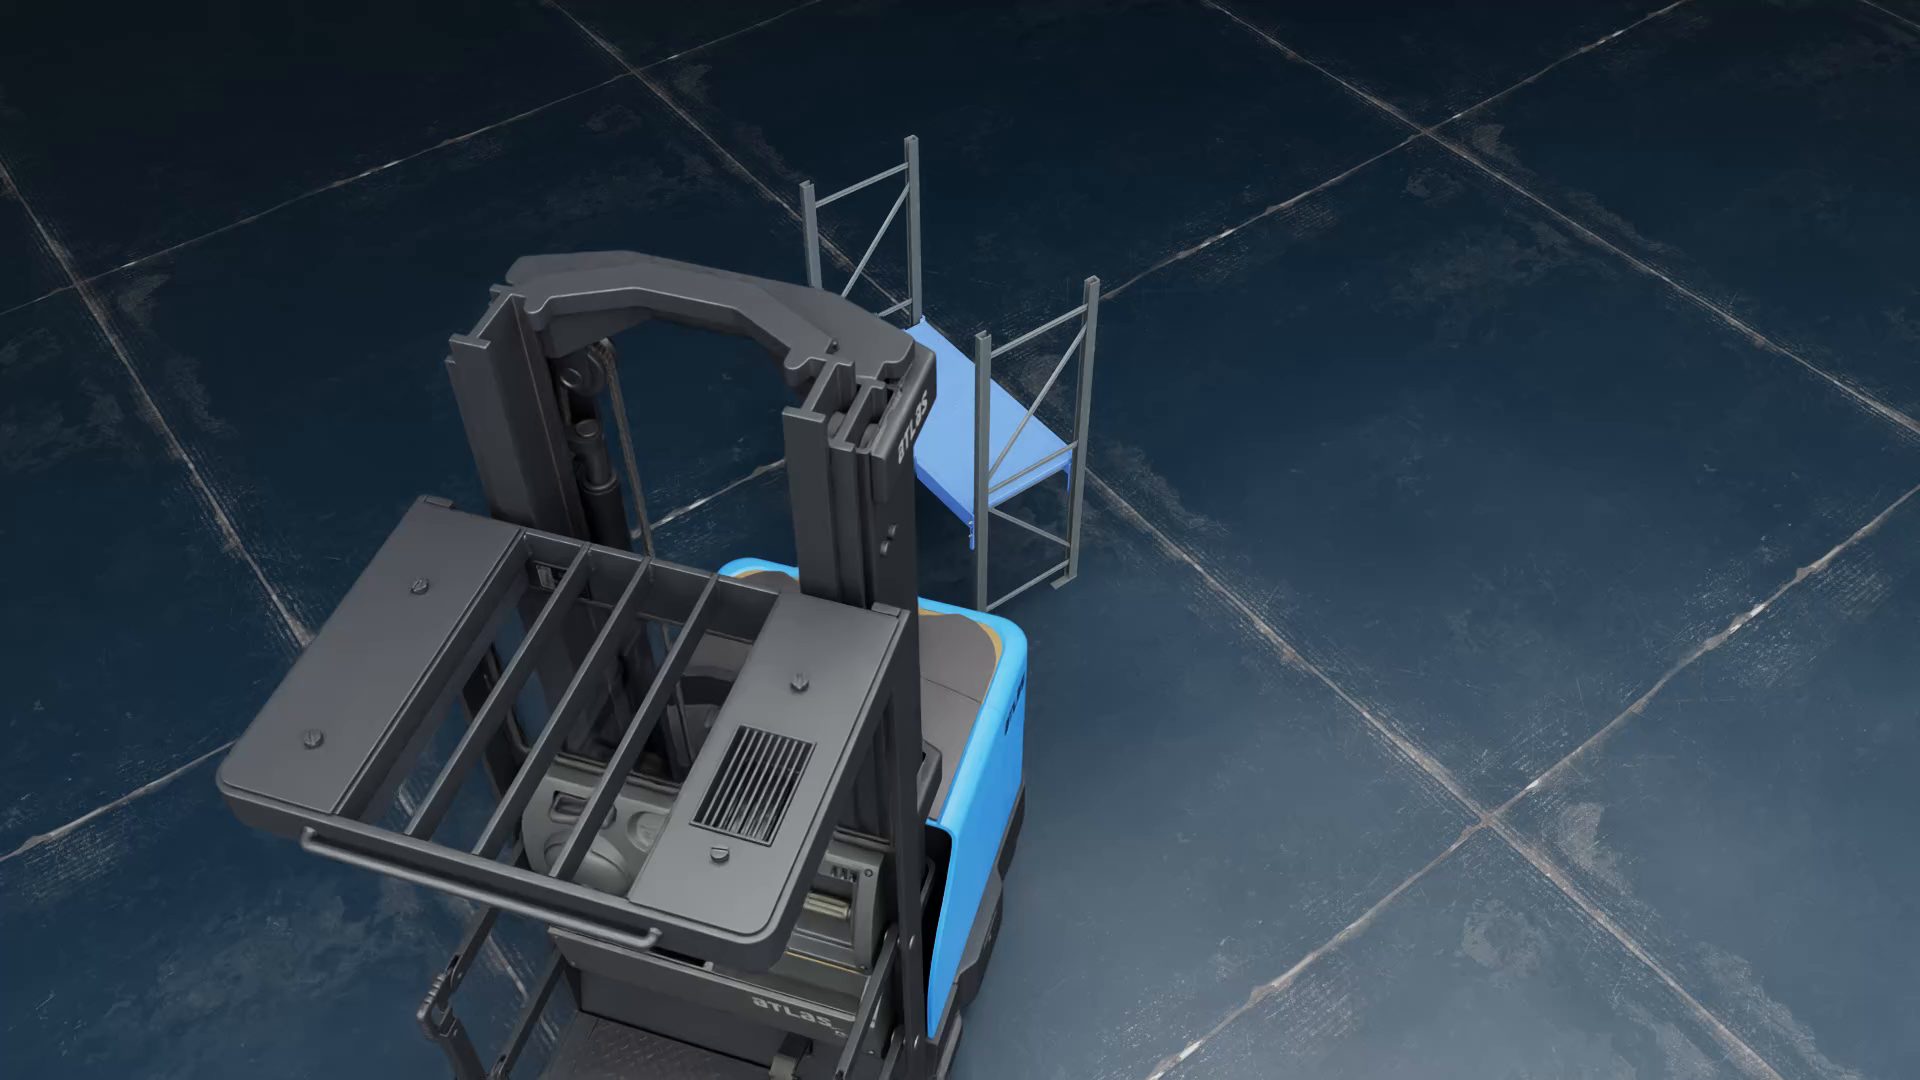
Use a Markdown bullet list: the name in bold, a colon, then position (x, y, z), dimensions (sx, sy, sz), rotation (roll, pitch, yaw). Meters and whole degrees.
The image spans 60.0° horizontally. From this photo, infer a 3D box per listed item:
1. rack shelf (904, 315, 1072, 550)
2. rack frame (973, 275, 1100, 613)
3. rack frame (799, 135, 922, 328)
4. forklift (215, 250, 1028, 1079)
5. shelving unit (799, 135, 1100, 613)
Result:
- **rack shelf**: position (-0.052, -0.433, 6.372), dimensions (0.538, 0.185, 1.000), rotation (-29, 54, -24)
- **rack frame**: position (0.256, -0.254, 5.967), dimensions (0.500, 1.500, 0.032), rotation (-29, 54, -24)
- **rack frame**: position (-0.359, -0.854, 6.511), dimensions (0.500, 1.500, 0.032), rotation (-29, 54, -24)
- **forklift**: position (-0.704, 0.926, 3.931), dimensions (1.130, 2.935, 3.031), rotation (13, 49, 12)
- **shelving unit**: position (-0.052, -0.554, 6.239), dimensions (0.538, 1.500, 1.048), rotation (-29, 54, -24)
